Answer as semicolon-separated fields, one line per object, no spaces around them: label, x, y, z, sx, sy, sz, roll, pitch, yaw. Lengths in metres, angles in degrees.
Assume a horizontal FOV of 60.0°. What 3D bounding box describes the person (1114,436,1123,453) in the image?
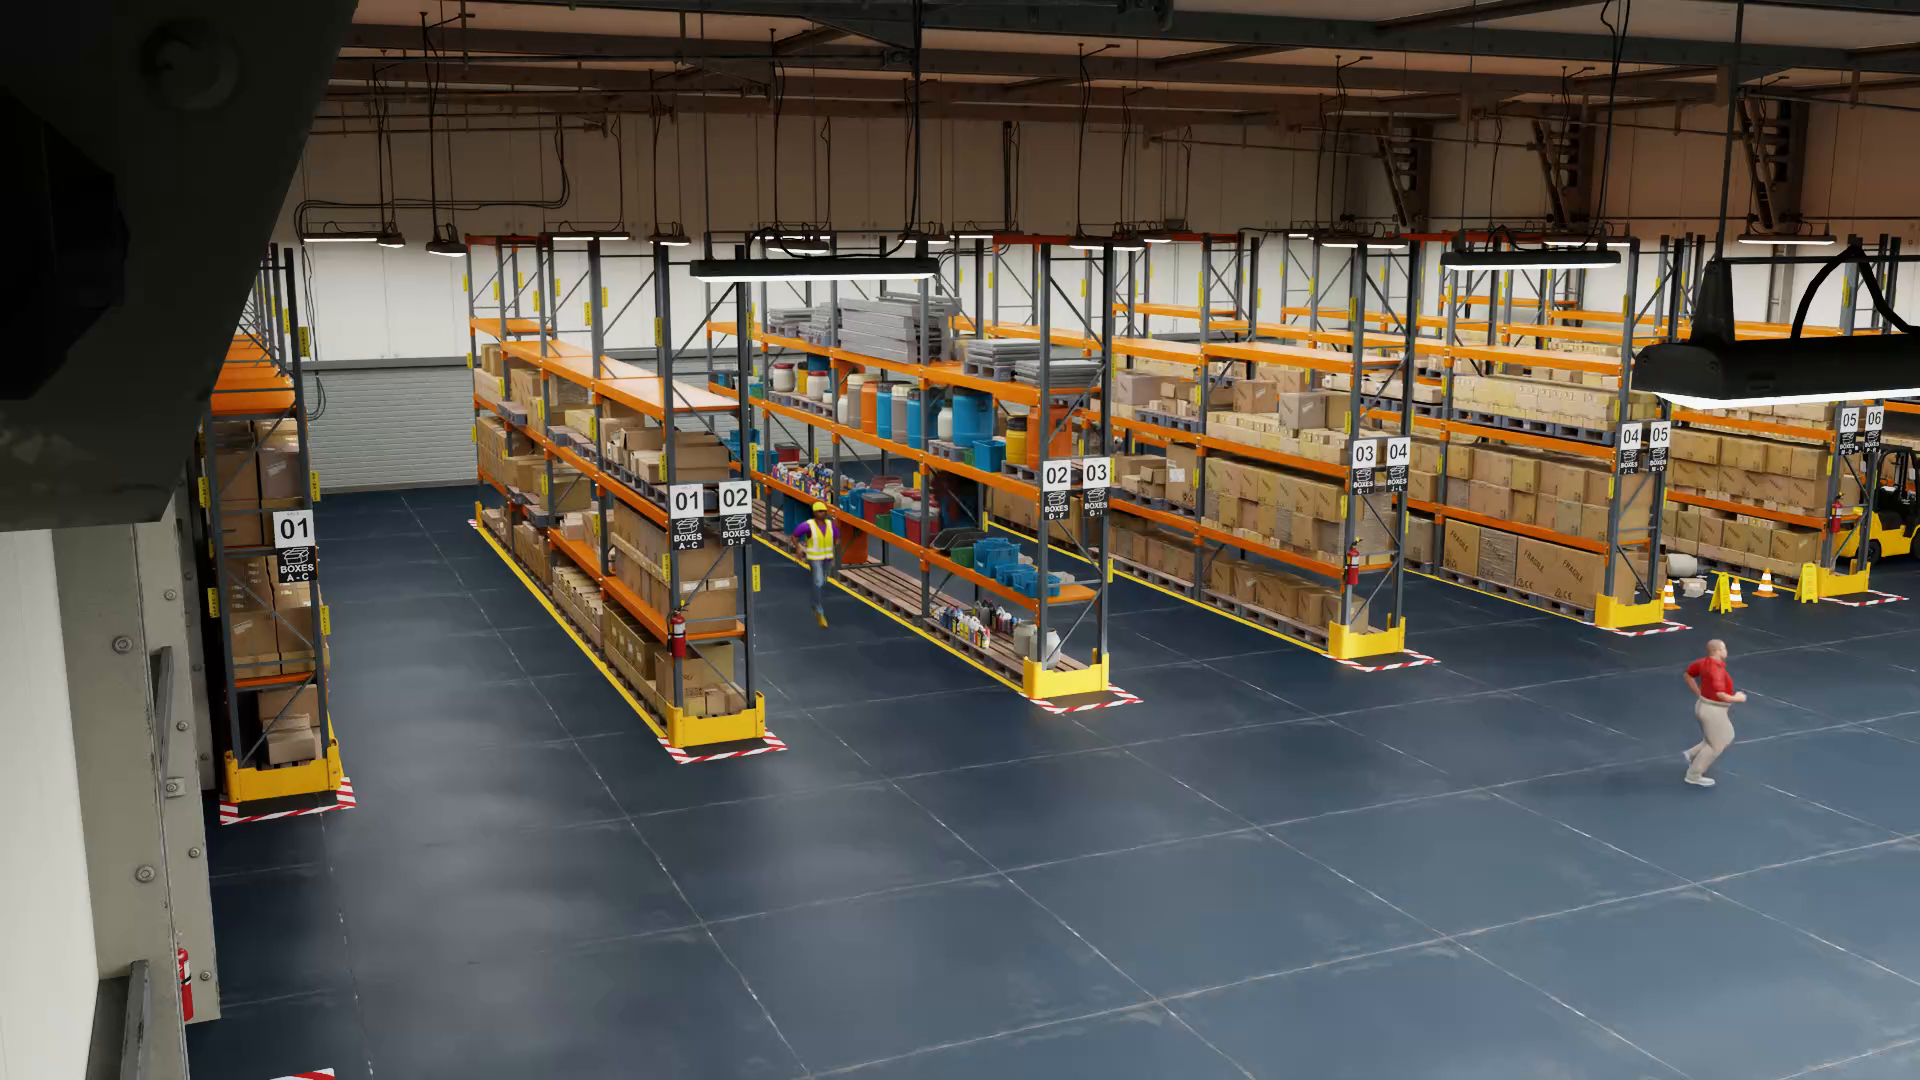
person;4.012;-2.506;41.917;0.633;1.601;0.662;1;11;6

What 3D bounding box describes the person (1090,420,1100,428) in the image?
person;3.253;-2.376;41.239;0.744;1.611;0.565;-9;14;-39

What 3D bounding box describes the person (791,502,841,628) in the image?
person;-2.116;0.356;25.246;0.678;1.890;0.741;-9;14;-38

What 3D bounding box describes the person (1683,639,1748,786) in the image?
person;8.516;1.933;18.712;0.602;1.687;0.652;1;11;6
